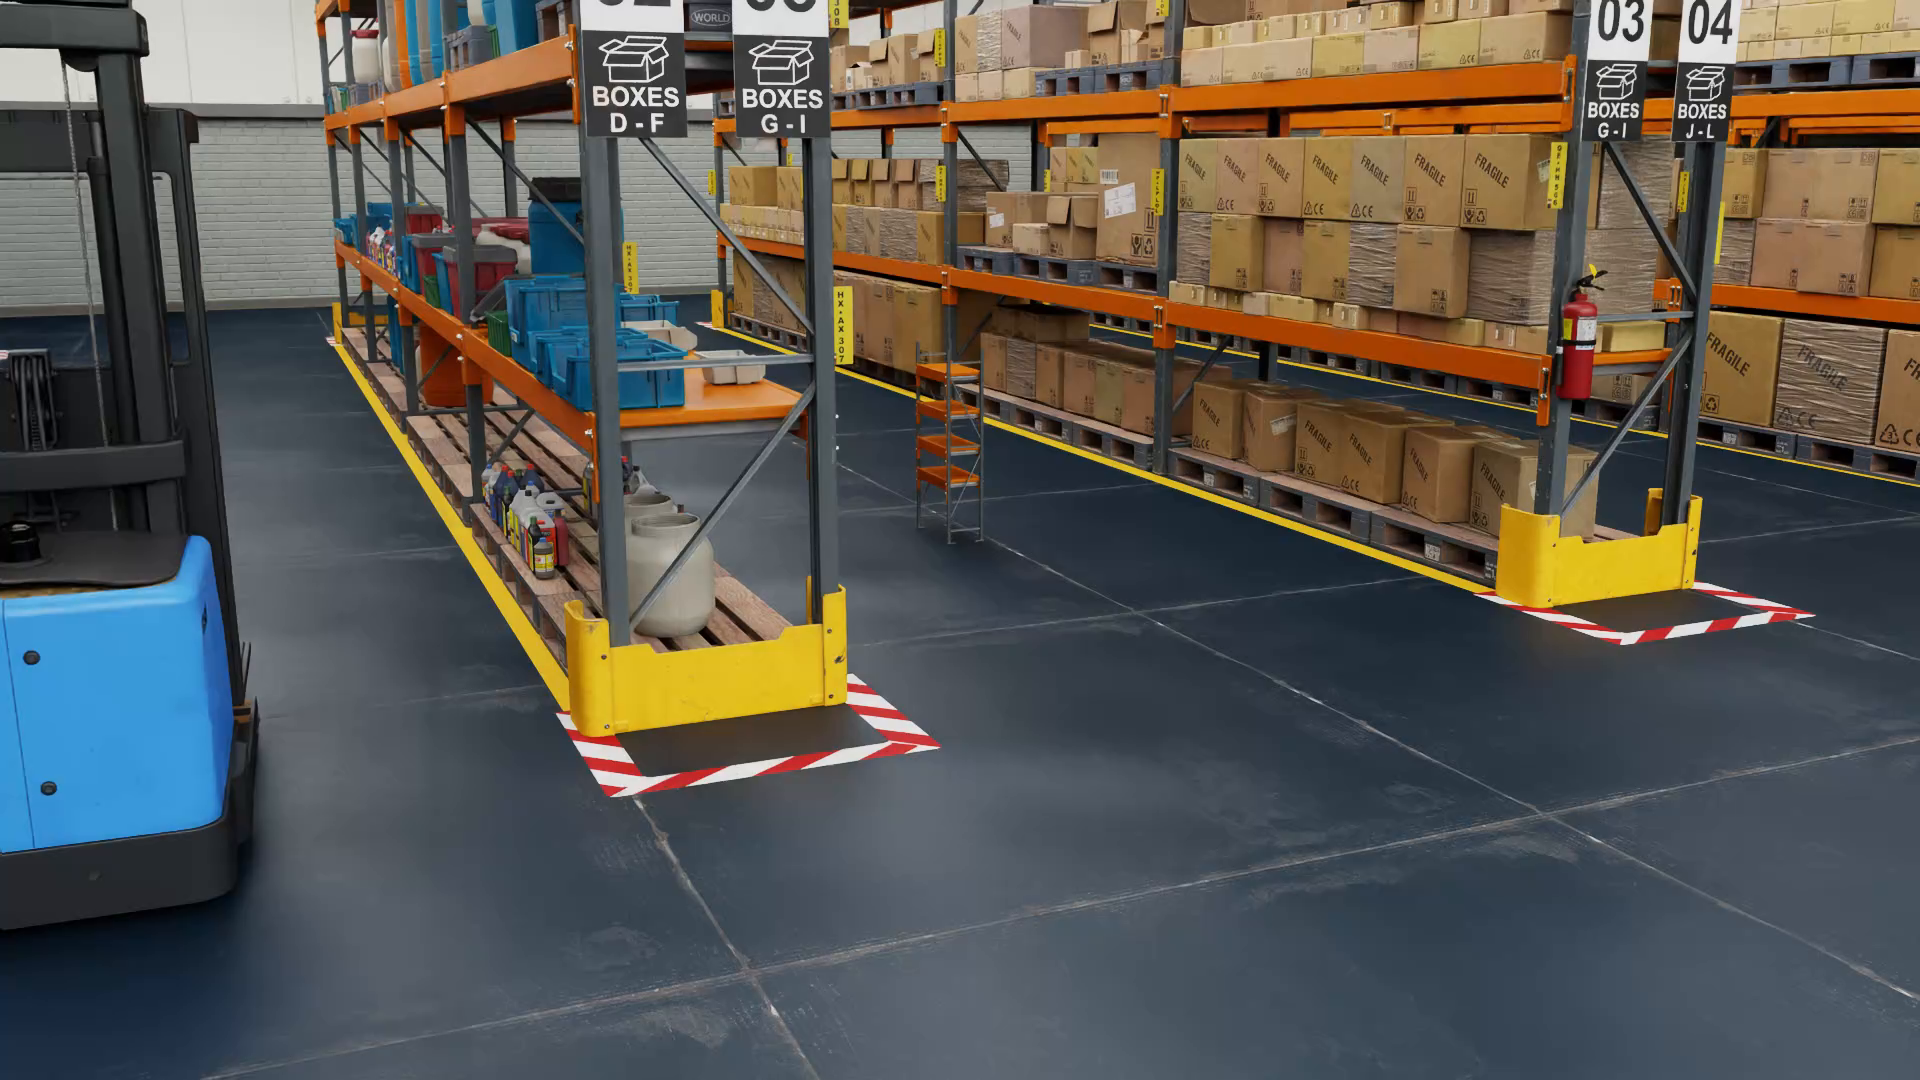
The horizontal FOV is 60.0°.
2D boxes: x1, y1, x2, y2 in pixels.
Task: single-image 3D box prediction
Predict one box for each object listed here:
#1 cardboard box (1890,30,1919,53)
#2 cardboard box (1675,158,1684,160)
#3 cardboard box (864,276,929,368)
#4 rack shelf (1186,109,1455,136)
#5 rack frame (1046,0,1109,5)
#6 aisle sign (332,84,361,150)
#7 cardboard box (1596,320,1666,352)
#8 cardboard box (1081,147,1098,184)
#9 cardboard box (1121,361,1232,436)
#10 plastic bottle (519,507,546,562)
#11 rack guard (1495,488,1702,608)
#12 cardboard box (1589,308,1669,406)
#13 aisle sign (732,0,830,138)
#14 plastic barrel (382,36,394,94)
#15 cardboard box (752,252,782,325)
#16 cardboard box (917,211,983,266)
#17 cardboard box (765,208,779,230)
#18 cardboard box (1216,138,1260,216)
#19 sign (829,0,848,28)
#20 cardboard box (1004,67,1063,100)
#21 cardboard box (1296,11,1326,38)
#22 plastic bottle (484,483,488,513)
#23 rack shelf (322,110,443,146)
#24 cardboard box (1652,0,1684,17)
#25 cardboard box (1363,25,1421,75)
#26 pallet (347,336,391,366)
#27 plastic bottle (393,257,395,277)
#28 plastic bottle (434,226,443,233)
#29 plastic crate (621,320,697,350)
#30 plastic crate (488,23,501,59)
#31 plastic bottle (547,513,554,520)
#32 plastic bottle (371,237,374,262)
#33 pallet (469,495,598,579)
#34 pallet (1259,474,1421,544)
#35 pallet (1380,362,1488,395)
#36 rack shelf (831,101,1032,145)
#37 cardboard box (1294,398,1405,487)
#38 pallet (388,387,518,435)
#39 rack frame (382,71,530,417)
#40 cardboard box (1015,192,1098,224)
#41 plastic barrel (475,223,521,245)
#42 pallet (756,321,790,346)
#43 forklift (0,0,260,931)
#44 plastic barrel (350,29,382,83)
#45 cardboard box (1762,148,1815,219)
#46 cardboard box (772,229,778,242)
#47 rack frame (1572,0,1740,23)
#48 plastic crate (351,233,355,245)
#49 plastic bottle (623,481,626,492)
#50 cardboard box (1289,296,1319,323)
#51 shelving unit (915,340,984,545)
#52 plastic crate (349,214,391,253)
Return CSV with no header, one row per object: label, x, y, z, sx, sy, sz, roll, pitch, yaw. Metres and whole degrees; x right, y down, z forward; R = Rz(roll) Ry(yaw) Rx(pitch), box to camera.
cardboard box,6.959,-3.593,11.995,0.380,0.149,0.250,-5,14,-22
cardboard box,8.961,-4.335,20.007,0.500,0.500,0.500,-6,14,-24
cardboard box,-0.280,-2.319,17.520,1.225,0.875,0.875,-6,14,-23
rack shelf,4.112,-4.772,19.278,1.077,0.370,4.000,-6,14,-23
rack frame,1.708,-7.823,24.215,1.000,3.000,0.127,-6,14,-23
aisle sign,-7.716,-5.281,20.768,0.394,0.787,0.004,-6,14,-23
cardboard box,3.637,-1.126,9.139,0.380,0.149,0.250,-6,14,-23
cardboard box,2.041,-5.251,23.308,0.500,0.500,0.500,-6,14,-24
cardboard box,1.704,-1.120,13.123,0.700,0.500,0.500,-7,15,-27
plastic bottle,-2.275,-0.031,8.916,0.152,0.276,0.135,-6,14,-25
rack guard,3.502,0.034,9.113,1.175,0.500,0.348,-6,14,-23
cardboard box,6.184,-1.650,14.905,1.050,0.750,0.750,-6,14,-23
aisle sign,-0.709,-1.999,6.587,0.394,0.787,0.004,-6,14,-23
plastic barrel,-4.367,-3.797,13.224,0.421,0.512,0.421,0,13,0
cardboard box,-2.183,-3.330,21.886,0.875,0.875,0.875,-6,14,-23
cardboard box,-0.097,-2.949,16.237,0.500,0.500,0.500,-5,14,-21
cardboard box,-2.106,-3.999,20.667,0.500,0.250,0.500,-5,14,-22
cardboard box,2.079,-2.456,11.230,0.500,0.500,0.500,-6,14,-23
sign,-0.500,-2.235,6.702,0.100,0.325,0.005,-6,14,-23
cardboard box,0.703,-3.877,14.151,0.500,0.250,0.500,-5,14,-22
cardboard box,2.335,-3.216,10.408,0.380,0.149,0.250,-6,14,-24
plastic bottle,-2.841,-0.271,10.121,0.097,0.201,0.097,0,13,0
rack shelf,-6.614,-4.724,19.071,1.077,0.370,4.000,-6,14,-23
cardboard box,3.634,-2.828,8.733,0.380,0.149,0.250,-6,14,-23
cardboard box,2.706,-2.842,9.678,0.500,0.250,0.500,-5,14,-22
pallet,-6.635,-2.242,19.589,1.003,0.211,1.213,-6,14,-23
plastic bottle,-4.924,-2.415,14.592,0.097,0.201,0.097,0,13,0
plastic bottle,-5.203,-2.964,16.634,0.144,0.351,0.185,-6,14,-23
plastic crate,-1.726,-1.106,9.080,0.530,0.136,0.437,-6,14,-23
plastic crate,-2.226,-2.554,8.572,0.336,0.188,0.450,-6,14,-23
plastic bottle,-2.251,-0.048,9.157,0.097,0.201,0.097,0,13,0
plastic bottle,-5.808,-2.905,16.554,0.097,0.271,0.097,0,13,0
pallet,-2.377,-0.046,10.100,1.003,0.211,1.213,-6,14,-23
pallet,2.724,-0.248,10.972,1.003,0.211,1.213,-6,14,-23
pallet,5.160,-1.720,17.331,1.003,0.211,1.213,-6,14,-23
rack shelf,-0.473,-4.345,17.433,1.077,0.370,4.000,-6,14,-23
cardboard box,2.611,-0.656,11.164,0.500,0.500,0.500,-7,15,-28
pallet,-4.564,-1.174,14.974,1.003,0.211,1.213,-6,14,-23
rack frame,-4.210,-2.373,13.972,1.000,3.000,0.127,-6,14,-23
cardboard box,0.896,-2.860,14.920,0.700,0.500,0.500,-3,13,-15
plastic barrel,-3.603,-2.234,13.124,0.421,0.512,0.421,0,13,0
pallet,-2.000,-2.705,21.590,1.003,0.211,1.213,-6,14,-23
forklift,-3.309,-0.513,6.088,1.130,2.935,3.031,-5,14,-20
plastic barrel,-5.832,-4.800,16.574,0.433,0.535,0.433,0,13,0
cardboard box,6.958,-2.838,13.252,0.875,0.550,0.550,-6,14,-23
cardboard box,-2.109,-3.771,20.566,0.380,0.149,0.250,-5,14,-22
rack frame,3.532,-4.091,8.087,1.000,3.000,0.127,-6,14,-23
plastic crate,-6.786,-3.433,19.002,0.293,0.136,0.466,-6,14,-23
plastic bottle,-1.963,-0.210,9.673,0.061,0.283,0.133,-6,14,-23
cardboard box,2.354,-1.492,10.719,0.380,0.149,0.250,-6,14,-23
shelving unit,-0.066,-0.619,10.382,0.258,1.200,0.503,-6,14,-23
plastic crate,-6.312,-3.287,17.821,0.392,0.384,0.575,-6,14,-23
